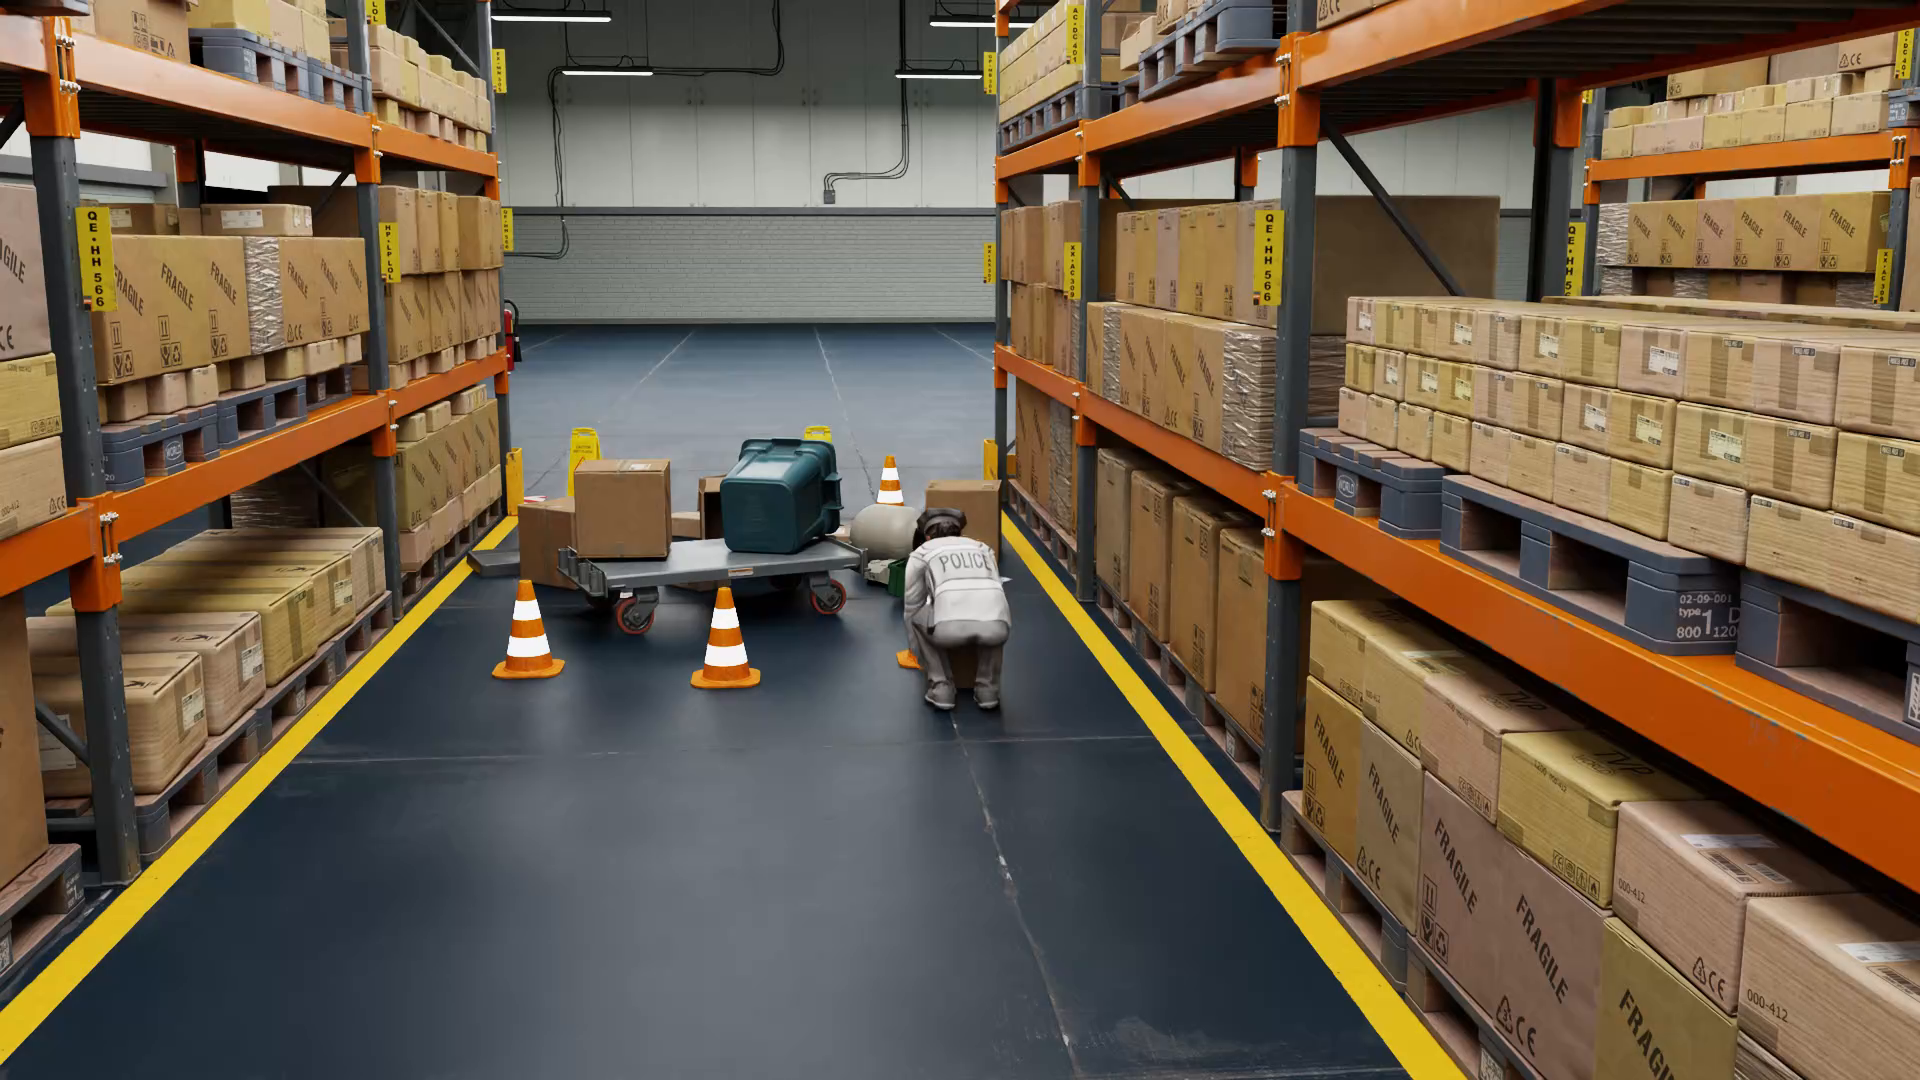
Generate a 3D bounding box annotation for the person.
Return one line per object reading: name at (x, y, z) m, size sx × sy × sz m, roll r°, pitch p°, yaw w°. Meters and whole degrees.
person at (-0.015, 0.323, 7.824) m, size 0.483 × 0.890 × 0.853 m, roll -1°, pitch 10°, yaw -6°
